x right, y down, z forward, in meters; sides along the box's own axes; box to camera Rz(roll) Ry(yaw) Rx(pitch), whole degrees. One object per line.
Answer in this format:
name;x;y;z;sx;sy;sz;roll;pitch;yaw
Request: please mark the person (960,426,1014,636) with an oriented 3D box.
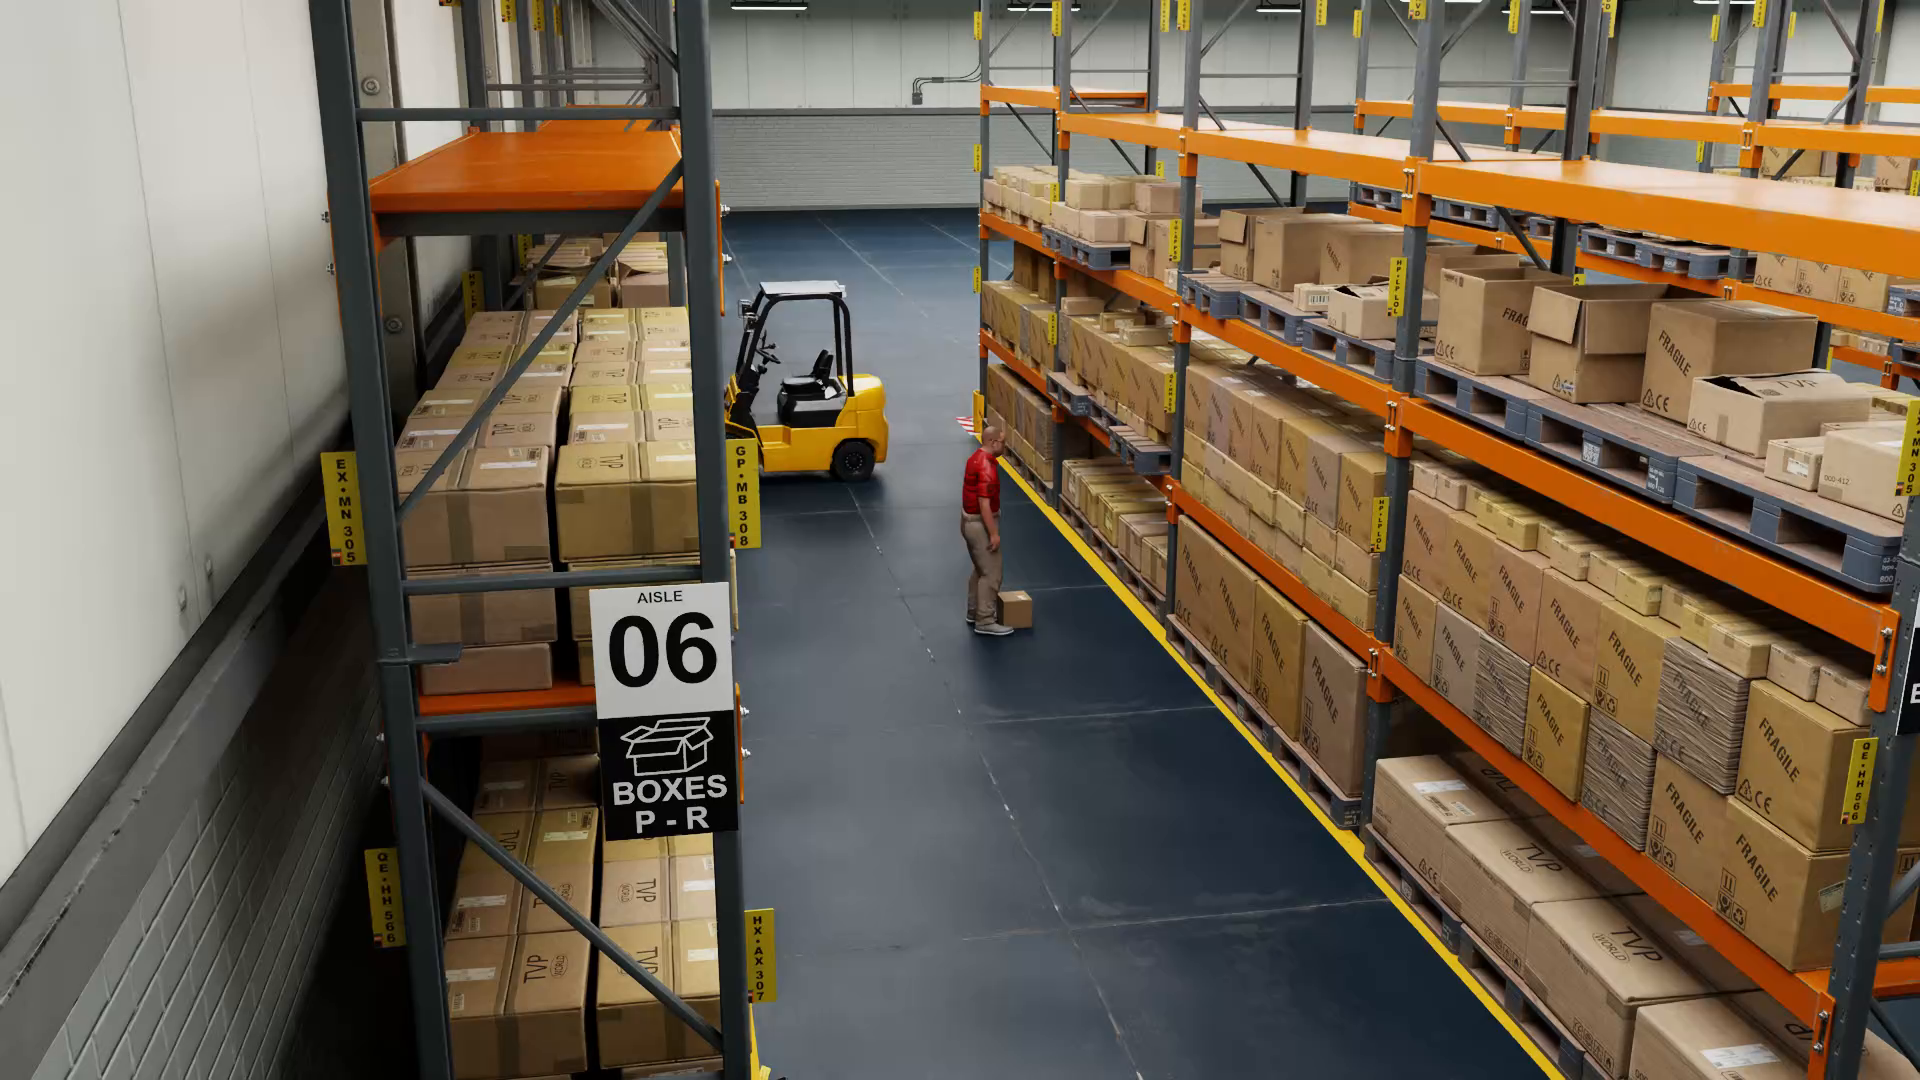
person;0.214;-0.096;13.888;0.396;1.726;0.585;-3;17;-11
